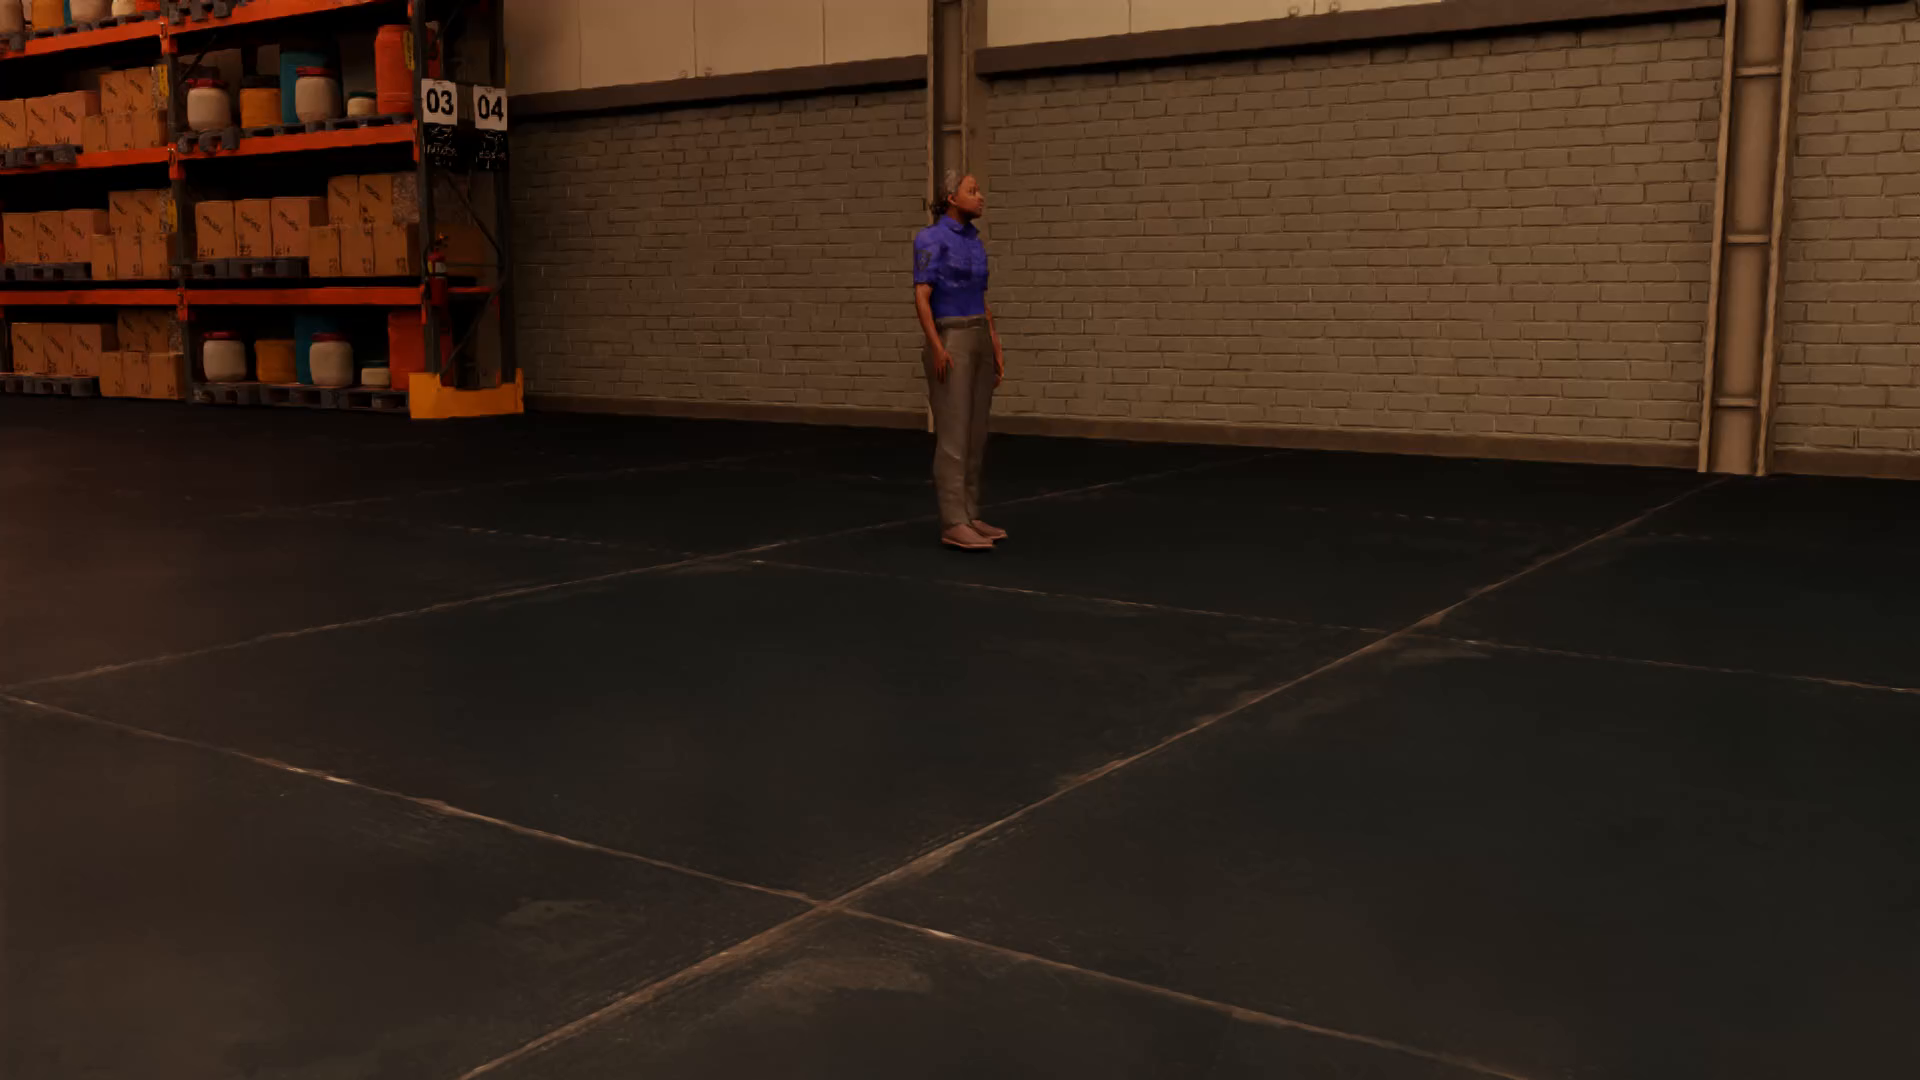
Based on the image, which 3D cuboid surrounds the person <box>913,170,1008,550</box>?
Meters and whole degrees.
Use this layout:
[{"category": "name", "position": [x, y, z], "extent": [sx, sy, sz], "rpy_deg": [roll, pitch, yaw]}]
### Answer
[{"category": "person", "position": [0.062, -0.817, 7.421], "extent": [0.503, 1.654, 0.570], "rpy_deg": [5, 10, 34]}]
